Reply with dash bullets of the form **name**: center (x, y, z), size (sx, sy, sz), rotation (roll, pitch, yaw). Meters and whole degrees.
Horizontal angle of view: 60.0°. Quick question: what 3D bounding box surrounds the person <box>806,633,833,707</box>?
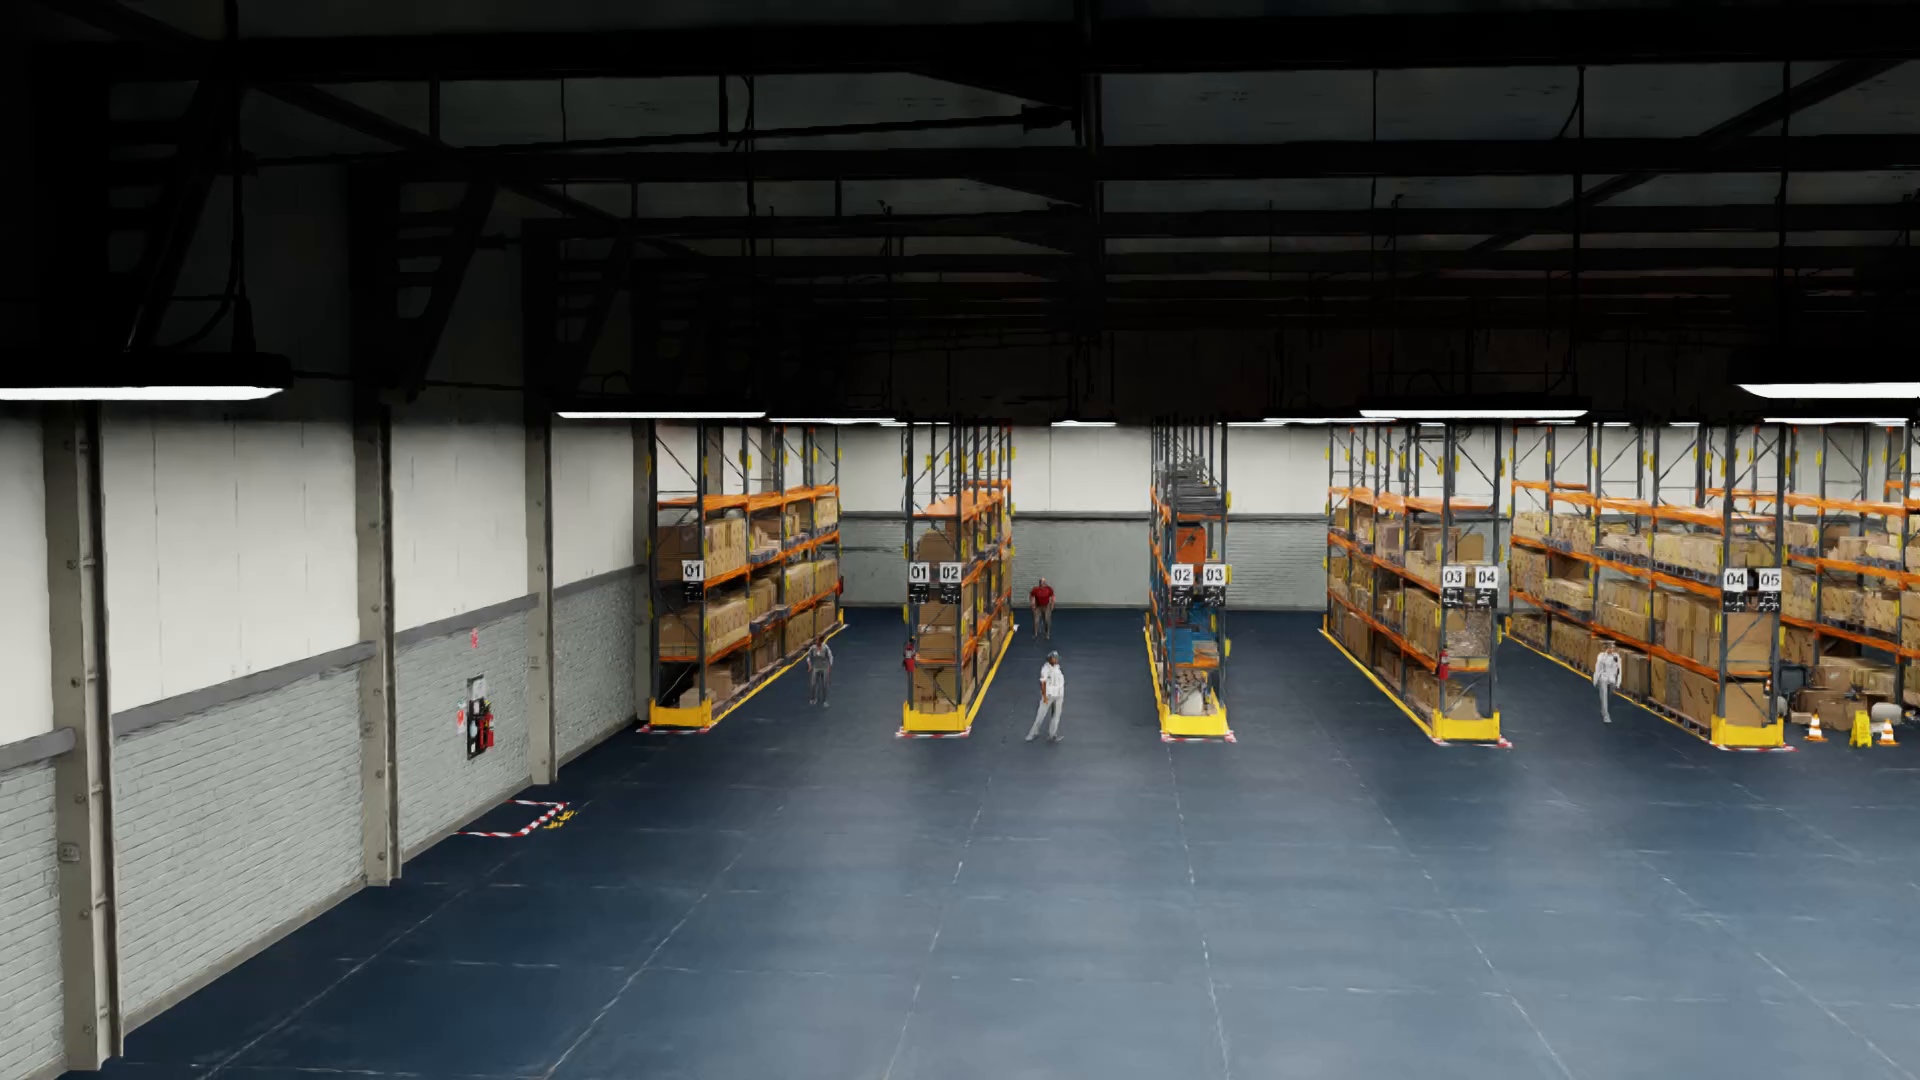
- **person**: center (-2.876, 2.662, 34.129), size (0.563, 1.541, 0.516), rotation (0, 4, 3)

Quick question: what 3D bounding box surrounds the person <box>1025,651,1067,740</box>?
- **person**: center (1.568, 2.853, 30.462), size (0.713, 1.658, 0.506), rotation (-3, 5, -41)

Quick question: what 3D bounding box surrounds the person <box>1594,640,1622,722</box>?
- **person**: center (12.675, 2.723, 32.481), size (0.490, 1.592, 1.086), rotation (0, 4, 4)

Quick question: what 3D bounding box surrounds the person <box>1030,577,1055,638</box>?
- **person**: center (2.243, 1.844, 45.313), size (0.682, 1.675, 0.531), rotation (0, 4, 3)
